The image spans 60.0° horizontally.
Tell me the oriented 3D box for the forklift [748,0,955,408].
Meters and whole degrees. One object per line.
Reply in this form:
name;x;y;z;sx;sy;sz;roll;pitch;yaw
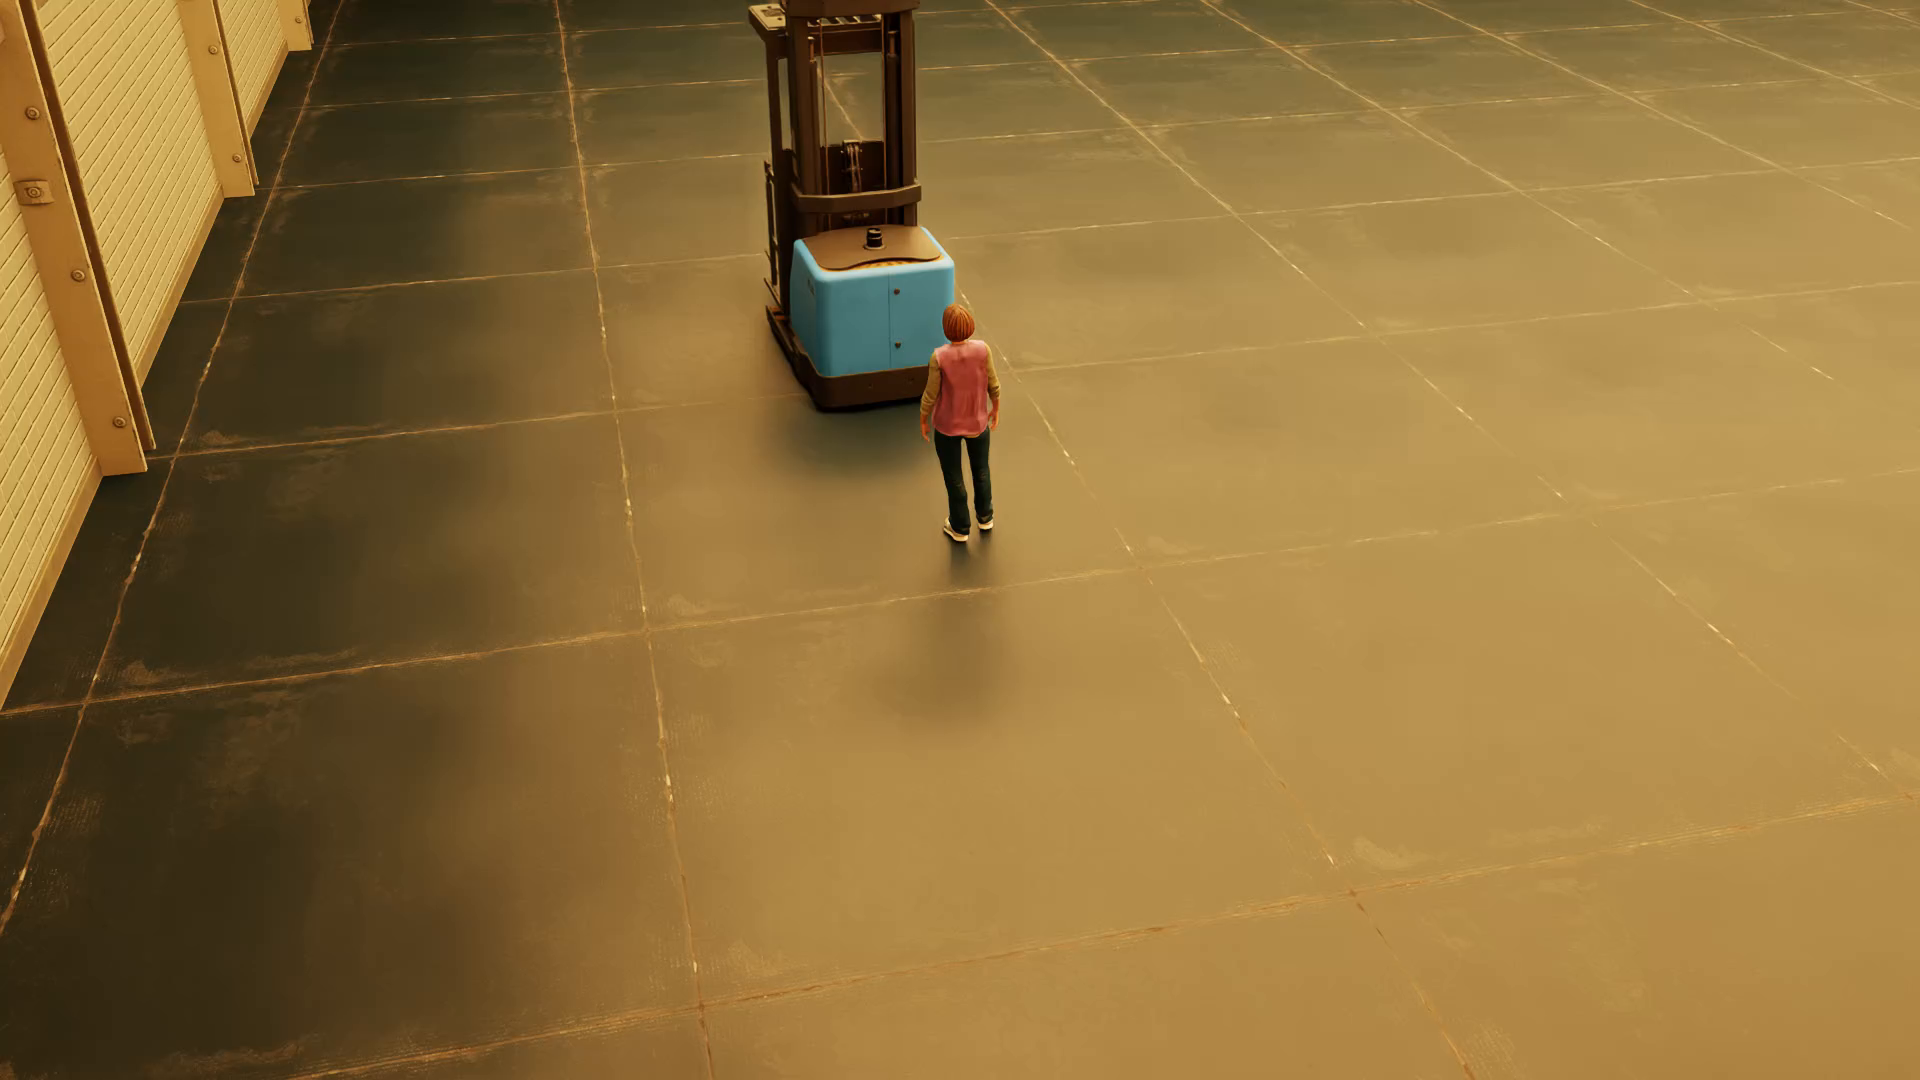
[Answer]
forklift;-0.936;-2.951;12.672;1.130;2.935;3.031;-9;31;-14

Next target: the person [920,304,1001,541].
person;-0.004;-0.735;10.162;0.521;1.599;0.473;-7;31;-12
